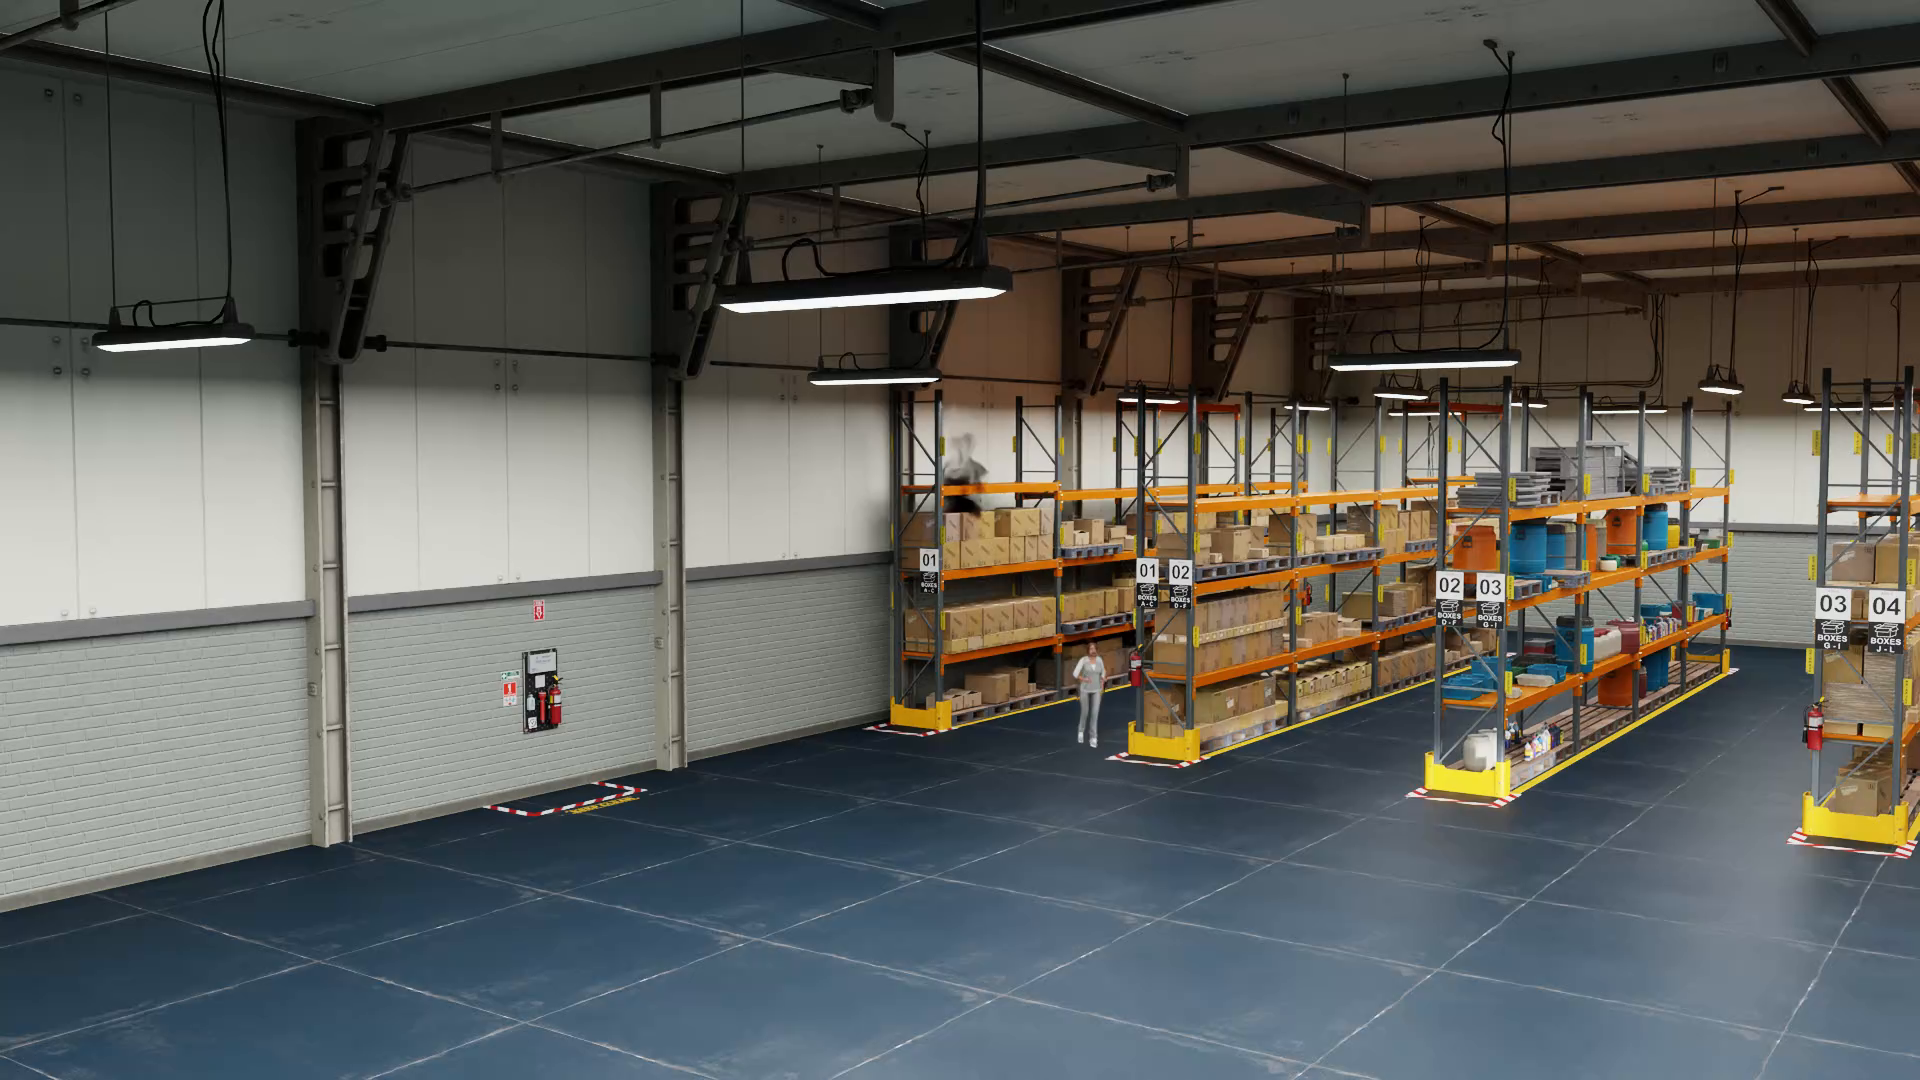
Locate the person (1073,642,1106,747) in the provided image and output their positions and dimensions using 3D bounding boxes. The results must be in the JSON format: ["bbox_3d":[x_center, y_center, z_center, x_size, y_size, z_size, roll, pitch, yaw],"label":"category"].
[{"bbox_3d":[2.064,2.430,26.307,0.555,1.620,0.741,0,3,-8],"label":"person"}]
